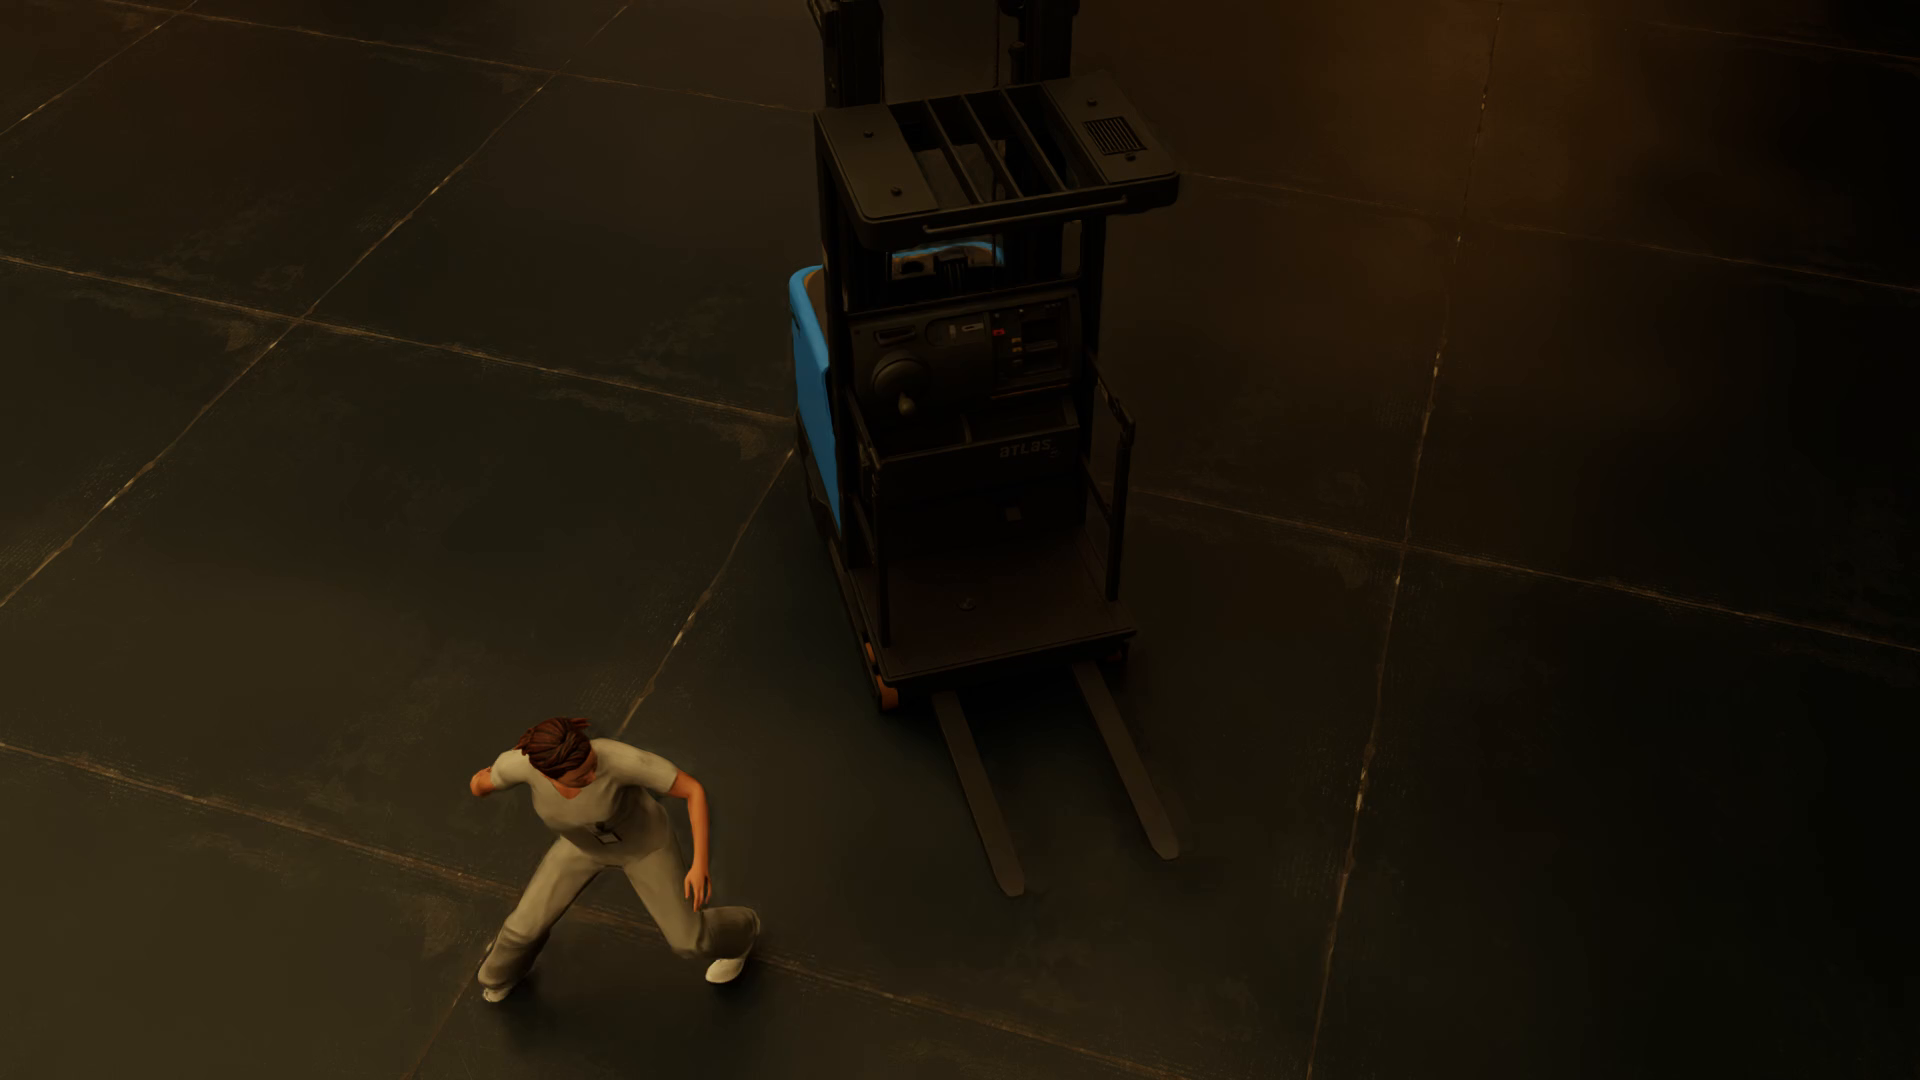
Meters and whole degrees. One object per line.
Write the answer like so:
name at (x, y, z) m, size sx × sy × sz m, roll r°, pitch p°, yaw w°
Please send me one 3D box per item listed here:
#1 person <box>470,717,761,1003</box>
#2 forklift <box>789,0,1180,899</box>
person at (-1.248, 1.085, 5.642) m, size 0.989 × 1.624 × 0.525 m, roll 6°, pitch 43°, yaw 7°
forklift at (0.092, -0.650, 6.388) m, size 1.130 × 2.935 × 3.031 m, roll -11°, pitch 44°, yaw -11°
